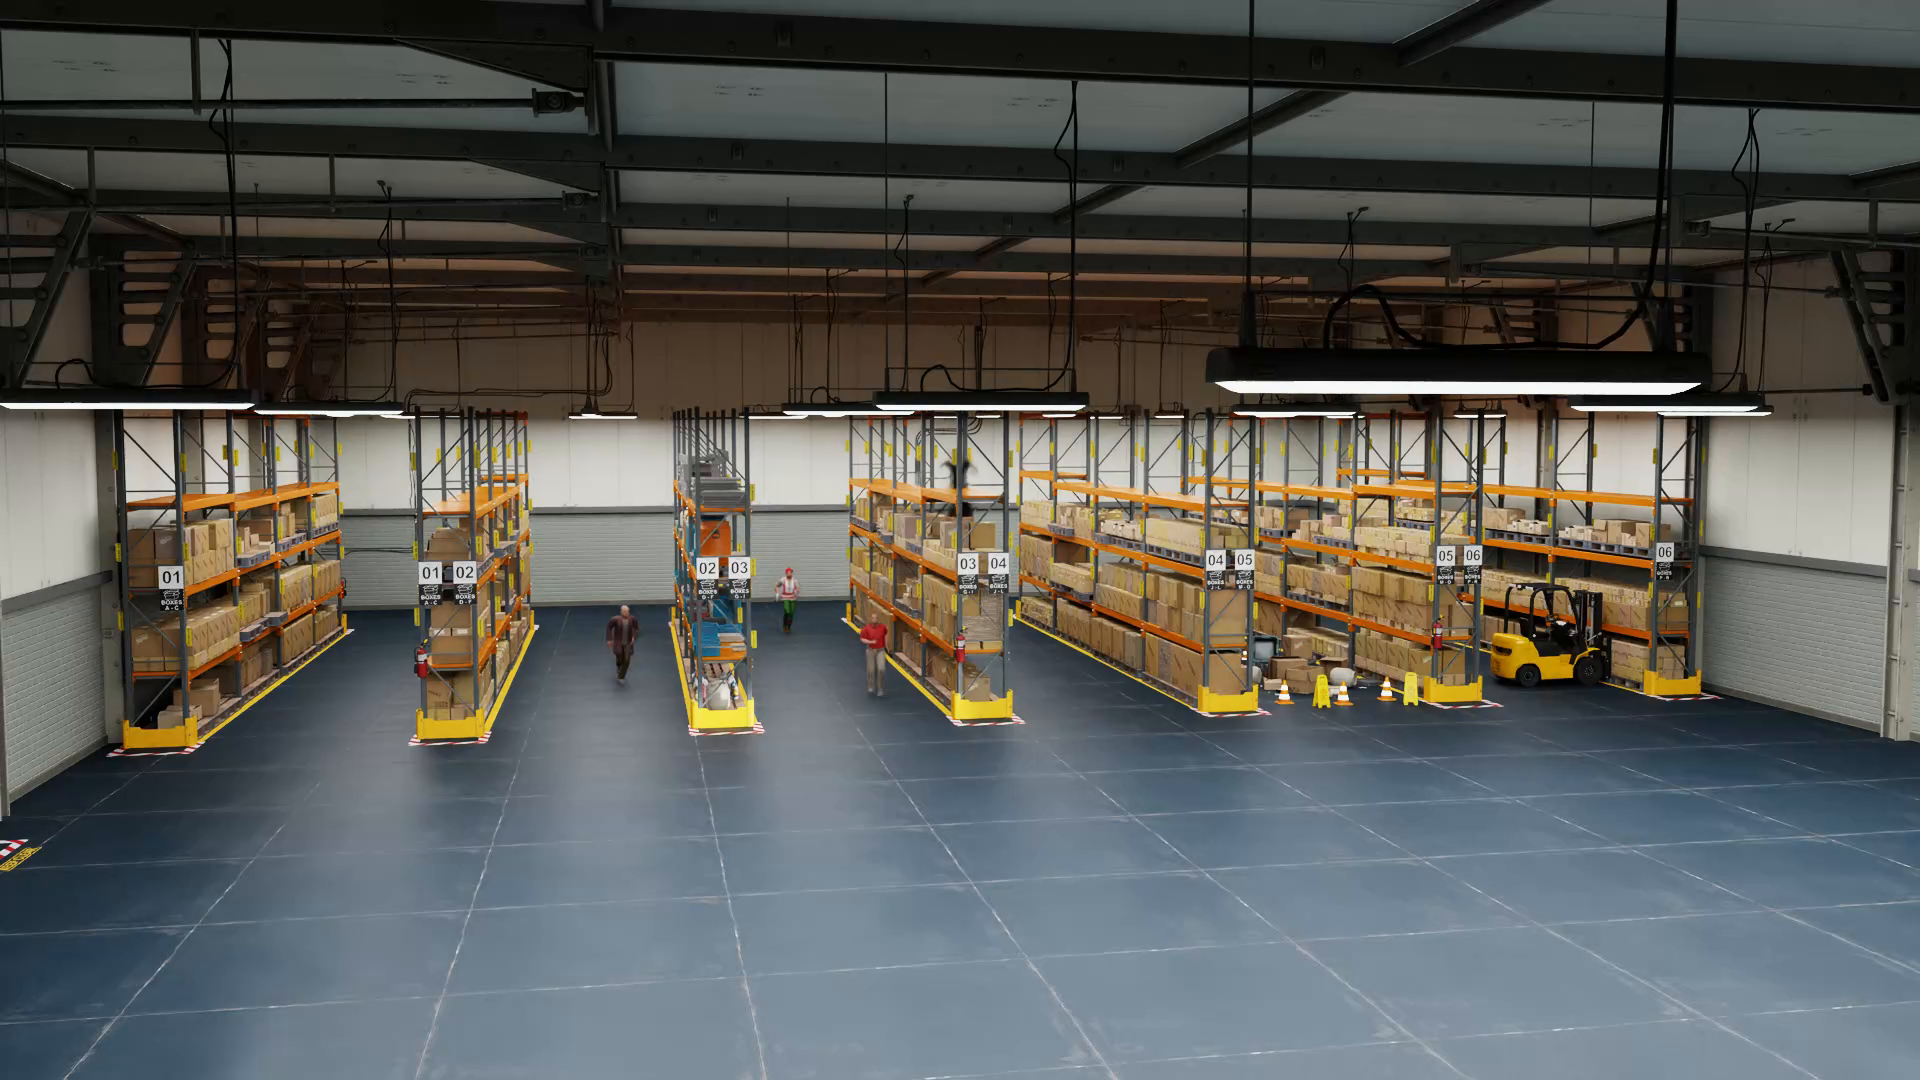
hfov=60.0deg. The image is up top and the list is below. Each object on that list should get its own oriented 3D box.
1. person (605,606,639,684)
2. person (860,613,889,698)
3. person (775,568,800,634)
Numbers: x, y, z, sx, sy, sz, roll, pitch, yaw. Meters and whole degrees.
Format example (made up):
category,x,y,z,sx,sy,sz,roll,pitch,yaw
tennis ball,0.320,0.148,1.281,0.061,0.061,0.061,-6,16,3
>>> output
category,x,y,z,sx,sy,sz,roll,pitch,yaw
person,-7.412,2.277,36.521,0.720,1.712,0.705,-2,4,-25
person,-1.778,2.408,34.716,0.615,1.787,0.853,-1,4,-8
person,-4.620,1.639,44.887,0.646,1.783,0.701,-2,4,-23
